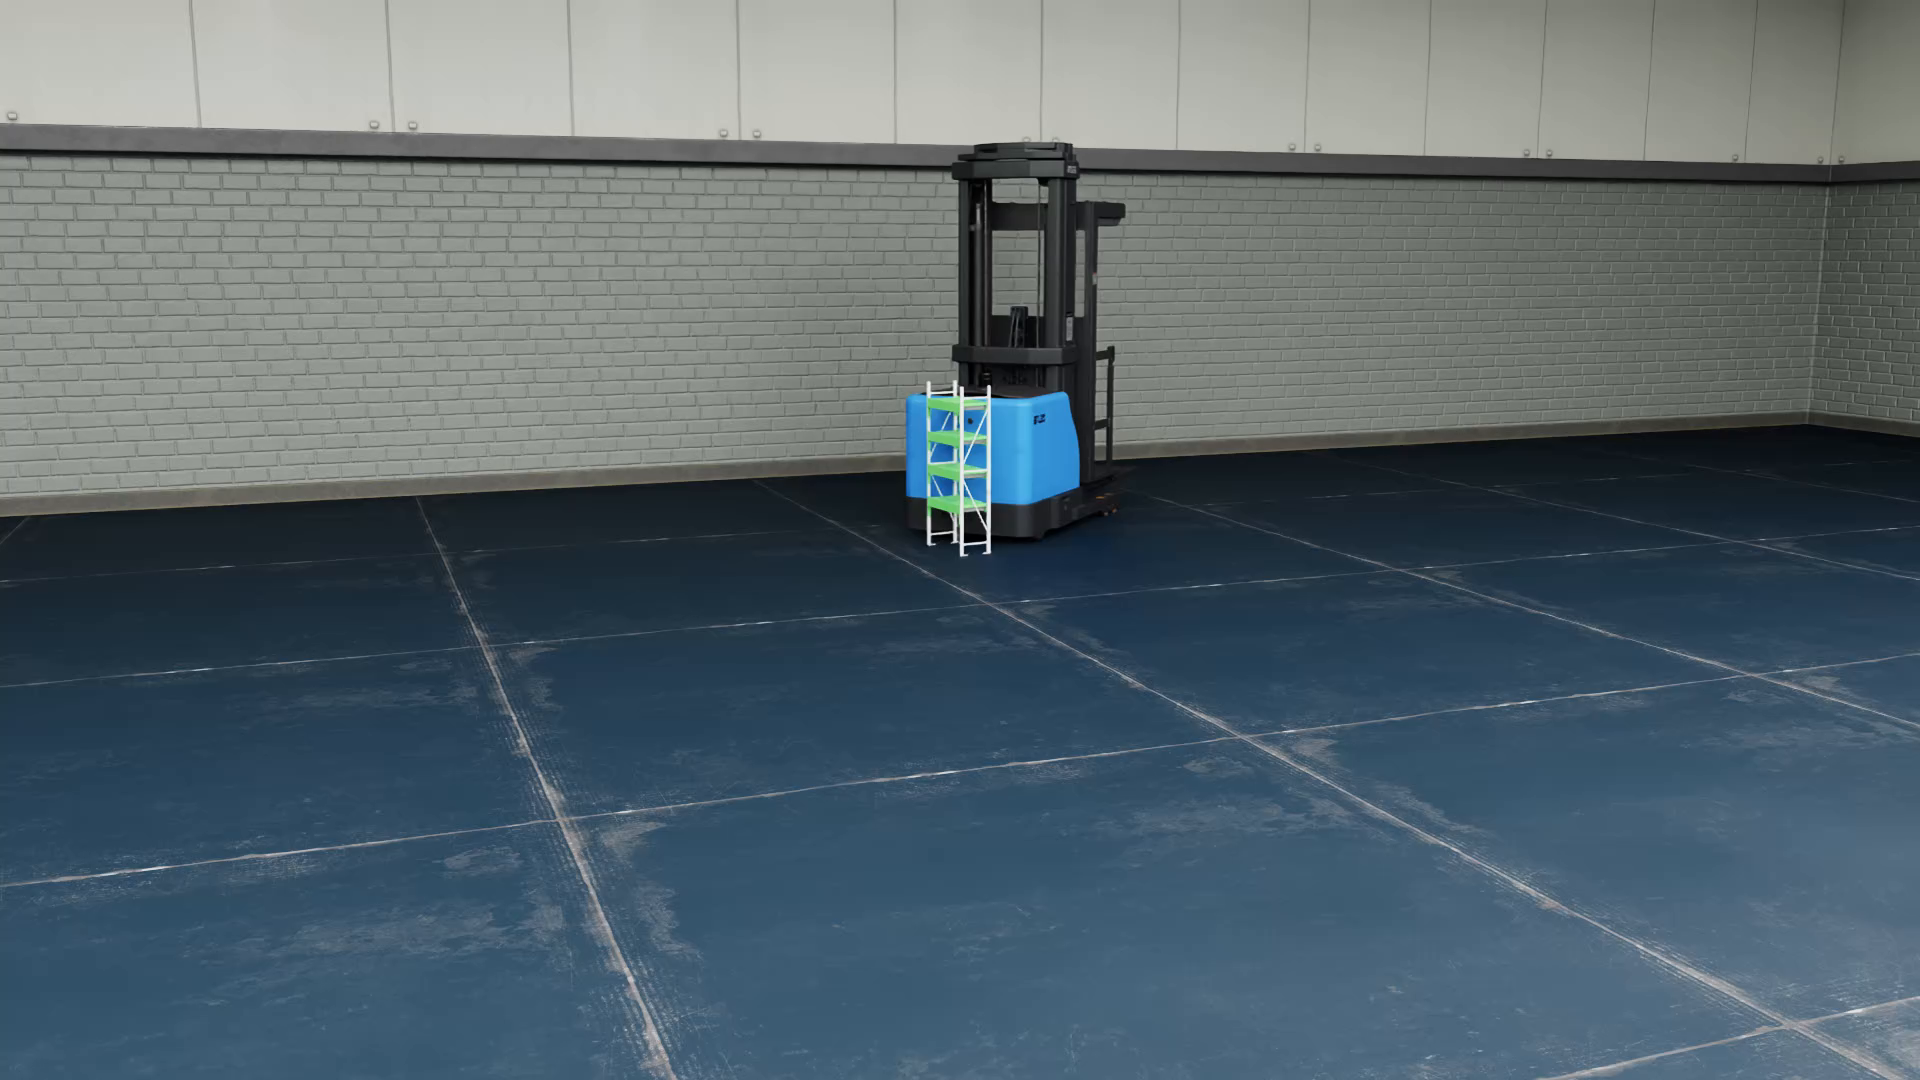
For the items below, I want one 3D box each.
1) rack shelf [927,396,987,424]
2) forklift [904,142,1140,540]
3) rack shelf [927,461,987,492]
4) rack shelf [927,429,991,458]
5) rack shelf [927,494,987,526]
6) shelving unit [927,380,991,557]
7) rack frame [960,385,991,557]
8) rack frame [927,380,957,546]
[{"bbox_3d":[-0.013,-0.930,11.849,0.258,0.148,0.480,-6,12,-29],"label":"rack shelf"},{"bbox_3d":[0.661,-1.662,13.395,1.130,2.935,3.031,5,11,25],"label":"forklift"},{"bbox_3d":[-0.013,-0.458,11.933,0.258,0.148,0.480,-6,12,-29],"label":"rack shelf"},{"bbox_3d":[-0.013,-0.694,11.891,0.258,0.148,0.480,-6,12,-29],"label":"rack shelf"},{"bbox_3d":[-0.013,-0.222,11.975,0.258,0.148,0.480,-6,12,-29],"label":"rack shelf"},{"bbox_3d":[-0.013,-0.521,11.922,0.258,1.200,0.503,-6,12,-29],"label":"shelving unit"},{"bbox_3d":[0.107,-0.484,11.712,0.240,1.200,0.015,-6,12,-29],"label":"rack frame"},{"bbox_3d":[-0.132,-0.558,12.131,0.240,1.200,0.015,-6,12,-29],"label":"rack frame"}]
